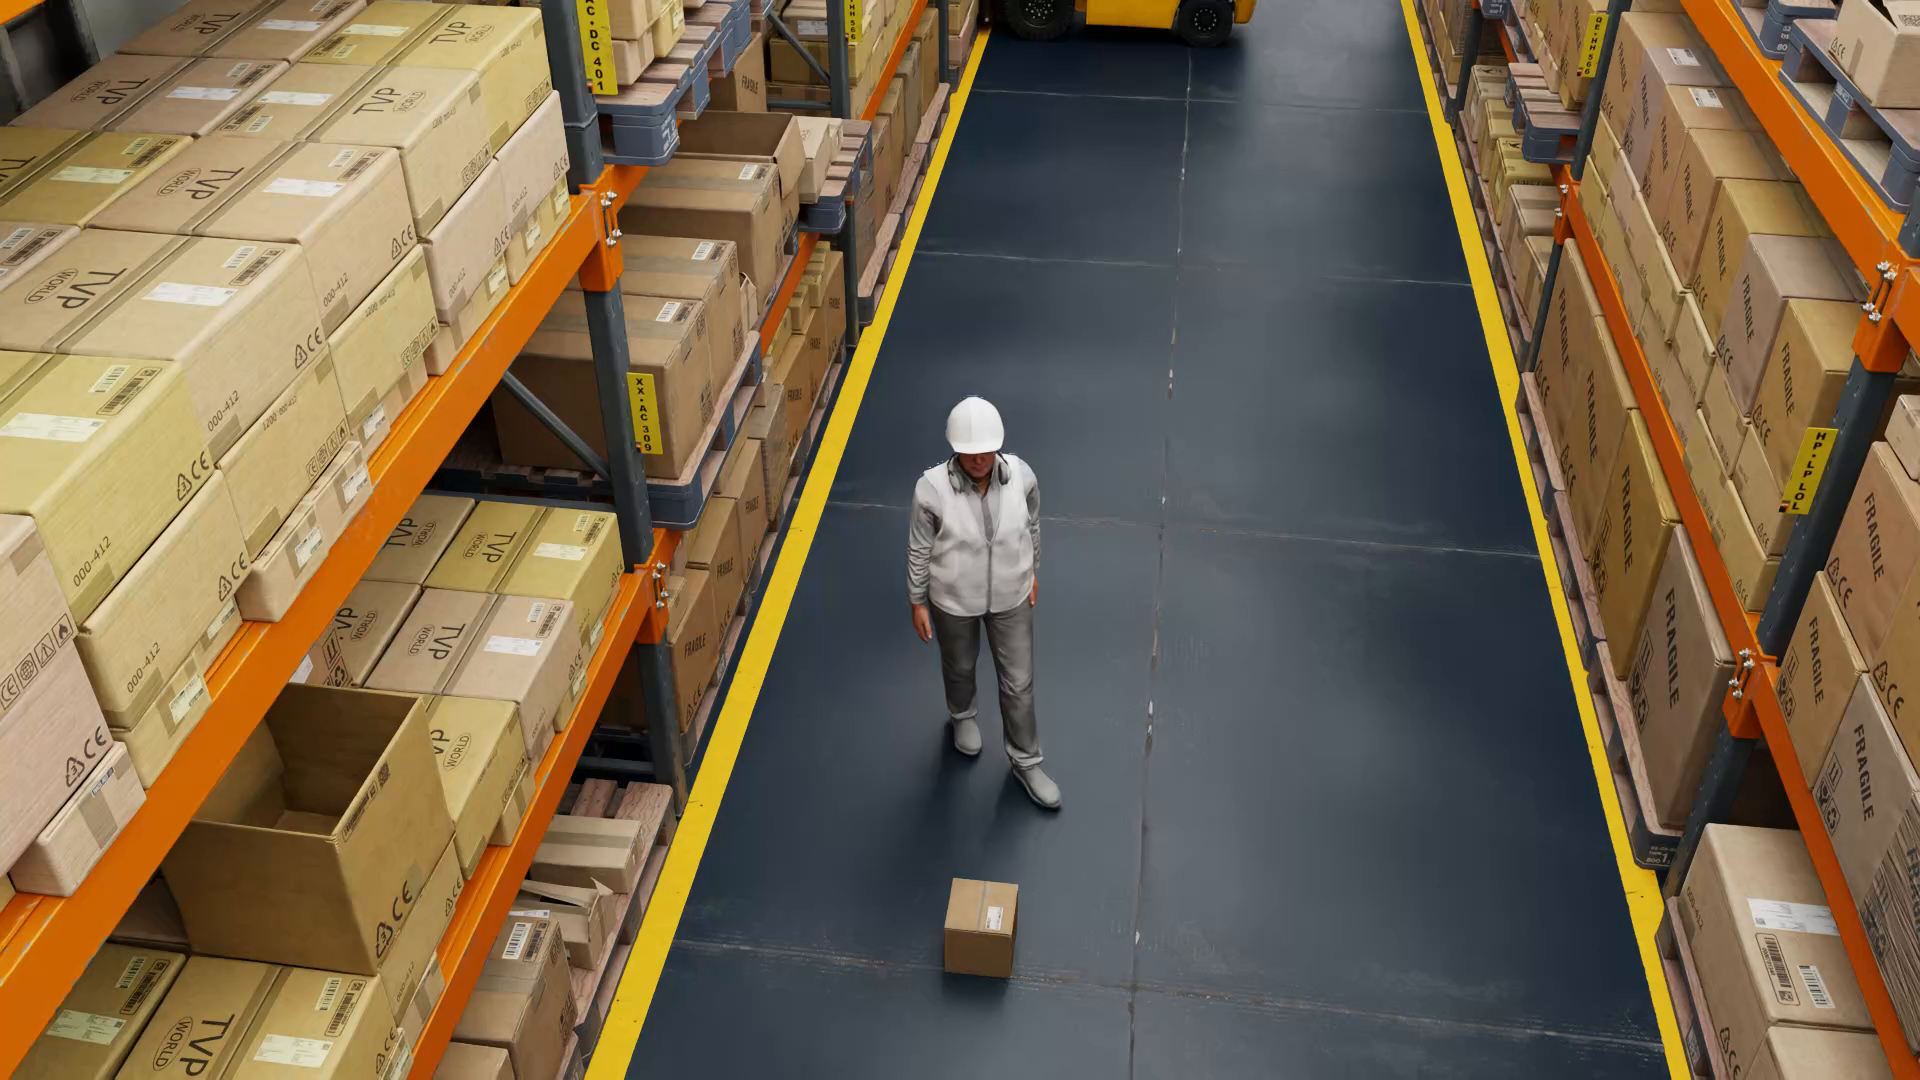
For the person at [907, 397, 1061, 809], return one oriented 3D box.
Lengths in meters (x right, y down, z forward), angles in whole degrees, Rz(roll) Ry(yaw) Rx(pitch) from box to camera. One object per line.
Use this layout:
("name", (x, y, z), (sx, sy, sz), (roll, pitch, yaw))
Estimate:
("person", (0.082, 0.248, 6.652), (0.571, 1.759, 0.708), (-8, 37, -10))
